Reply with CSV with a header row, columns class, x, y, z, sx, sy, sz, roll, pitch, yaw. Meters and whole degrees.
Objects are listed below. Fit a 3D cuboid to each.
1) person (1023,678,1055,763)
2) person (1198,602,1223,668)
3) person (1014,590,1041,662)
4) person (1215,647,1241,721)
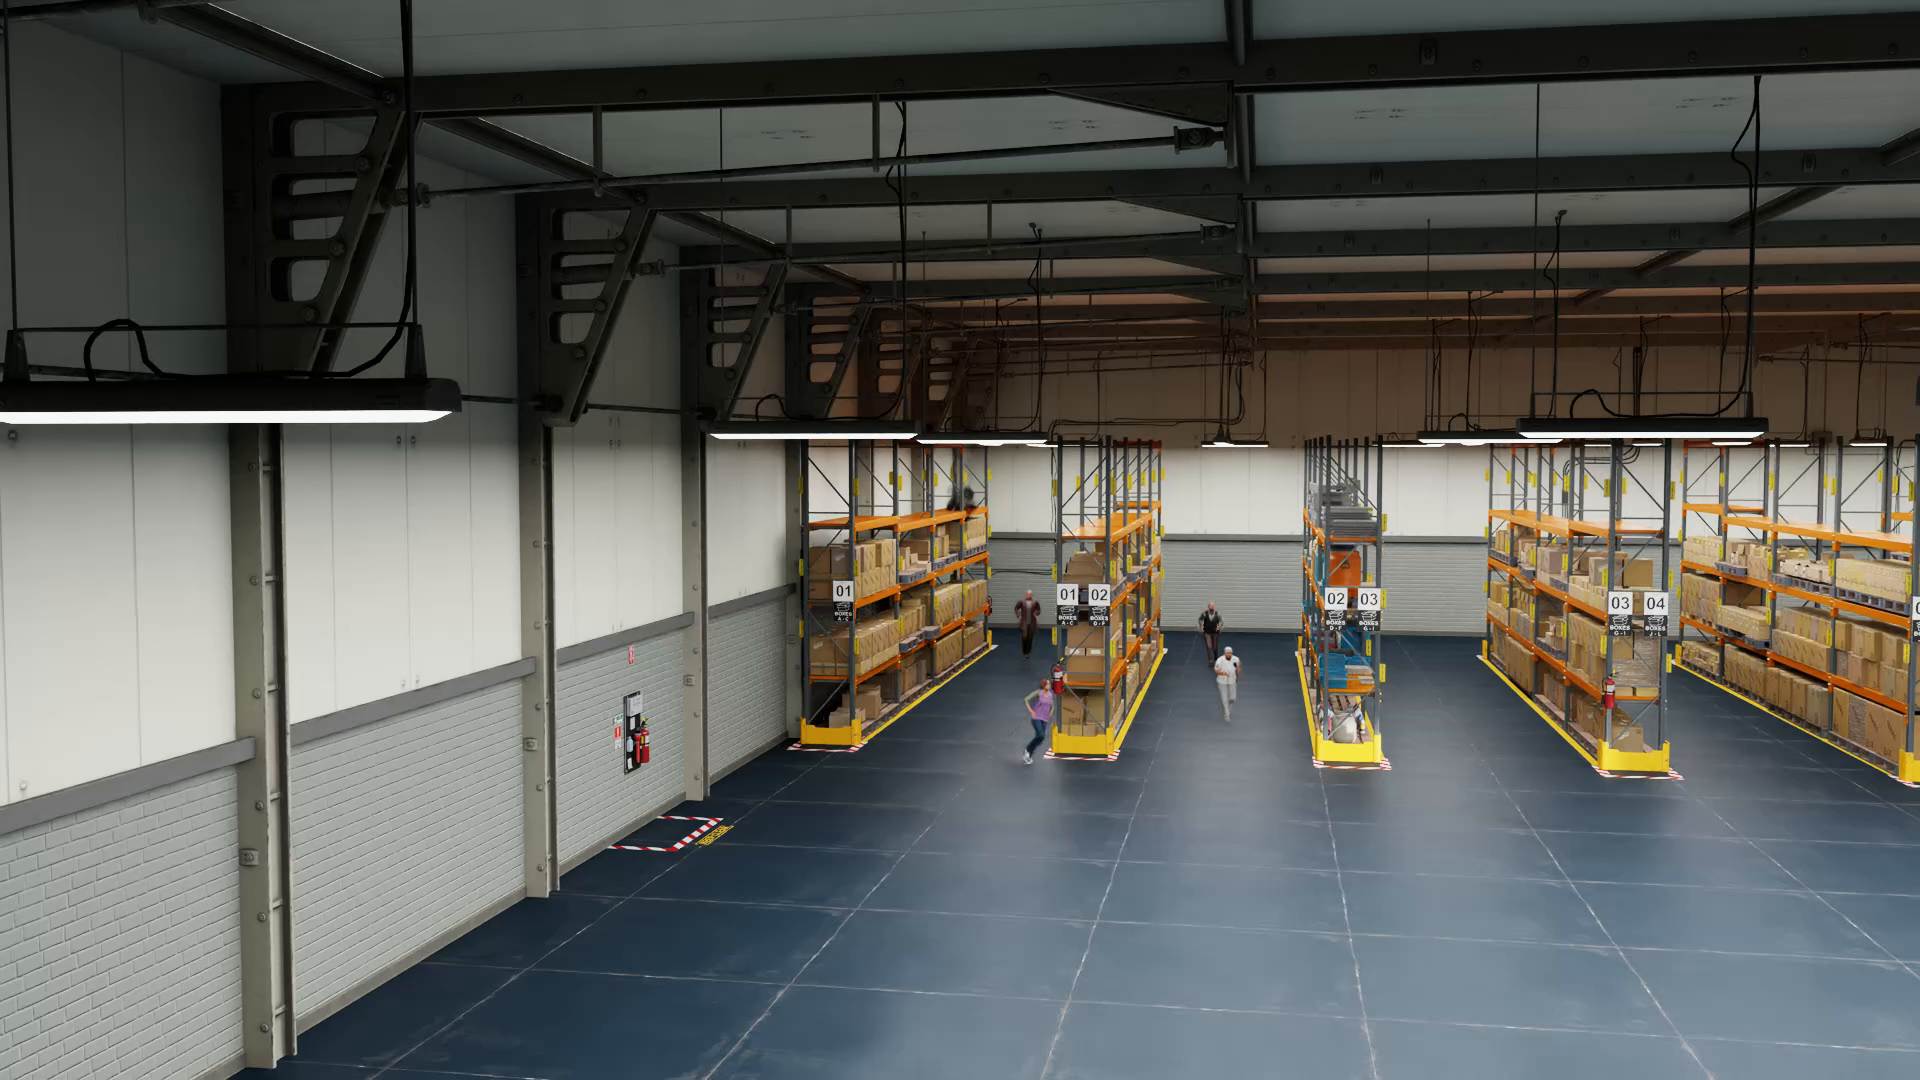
class,x,y,z,sx,sy,sz,roll,pitch,yaw
person,1.465,3.301,30.385,0.590,1.544,0.559,-3,4,-39
person,6.652,2.500,44.119,0.668,1.720,0.818,0,3,6
person,1.786,2.245,43.573,0.677,1.874,0.792,0,3,-4
person,5.660,3.039,35.077,0.585,1.606,0.662,0,3,3
